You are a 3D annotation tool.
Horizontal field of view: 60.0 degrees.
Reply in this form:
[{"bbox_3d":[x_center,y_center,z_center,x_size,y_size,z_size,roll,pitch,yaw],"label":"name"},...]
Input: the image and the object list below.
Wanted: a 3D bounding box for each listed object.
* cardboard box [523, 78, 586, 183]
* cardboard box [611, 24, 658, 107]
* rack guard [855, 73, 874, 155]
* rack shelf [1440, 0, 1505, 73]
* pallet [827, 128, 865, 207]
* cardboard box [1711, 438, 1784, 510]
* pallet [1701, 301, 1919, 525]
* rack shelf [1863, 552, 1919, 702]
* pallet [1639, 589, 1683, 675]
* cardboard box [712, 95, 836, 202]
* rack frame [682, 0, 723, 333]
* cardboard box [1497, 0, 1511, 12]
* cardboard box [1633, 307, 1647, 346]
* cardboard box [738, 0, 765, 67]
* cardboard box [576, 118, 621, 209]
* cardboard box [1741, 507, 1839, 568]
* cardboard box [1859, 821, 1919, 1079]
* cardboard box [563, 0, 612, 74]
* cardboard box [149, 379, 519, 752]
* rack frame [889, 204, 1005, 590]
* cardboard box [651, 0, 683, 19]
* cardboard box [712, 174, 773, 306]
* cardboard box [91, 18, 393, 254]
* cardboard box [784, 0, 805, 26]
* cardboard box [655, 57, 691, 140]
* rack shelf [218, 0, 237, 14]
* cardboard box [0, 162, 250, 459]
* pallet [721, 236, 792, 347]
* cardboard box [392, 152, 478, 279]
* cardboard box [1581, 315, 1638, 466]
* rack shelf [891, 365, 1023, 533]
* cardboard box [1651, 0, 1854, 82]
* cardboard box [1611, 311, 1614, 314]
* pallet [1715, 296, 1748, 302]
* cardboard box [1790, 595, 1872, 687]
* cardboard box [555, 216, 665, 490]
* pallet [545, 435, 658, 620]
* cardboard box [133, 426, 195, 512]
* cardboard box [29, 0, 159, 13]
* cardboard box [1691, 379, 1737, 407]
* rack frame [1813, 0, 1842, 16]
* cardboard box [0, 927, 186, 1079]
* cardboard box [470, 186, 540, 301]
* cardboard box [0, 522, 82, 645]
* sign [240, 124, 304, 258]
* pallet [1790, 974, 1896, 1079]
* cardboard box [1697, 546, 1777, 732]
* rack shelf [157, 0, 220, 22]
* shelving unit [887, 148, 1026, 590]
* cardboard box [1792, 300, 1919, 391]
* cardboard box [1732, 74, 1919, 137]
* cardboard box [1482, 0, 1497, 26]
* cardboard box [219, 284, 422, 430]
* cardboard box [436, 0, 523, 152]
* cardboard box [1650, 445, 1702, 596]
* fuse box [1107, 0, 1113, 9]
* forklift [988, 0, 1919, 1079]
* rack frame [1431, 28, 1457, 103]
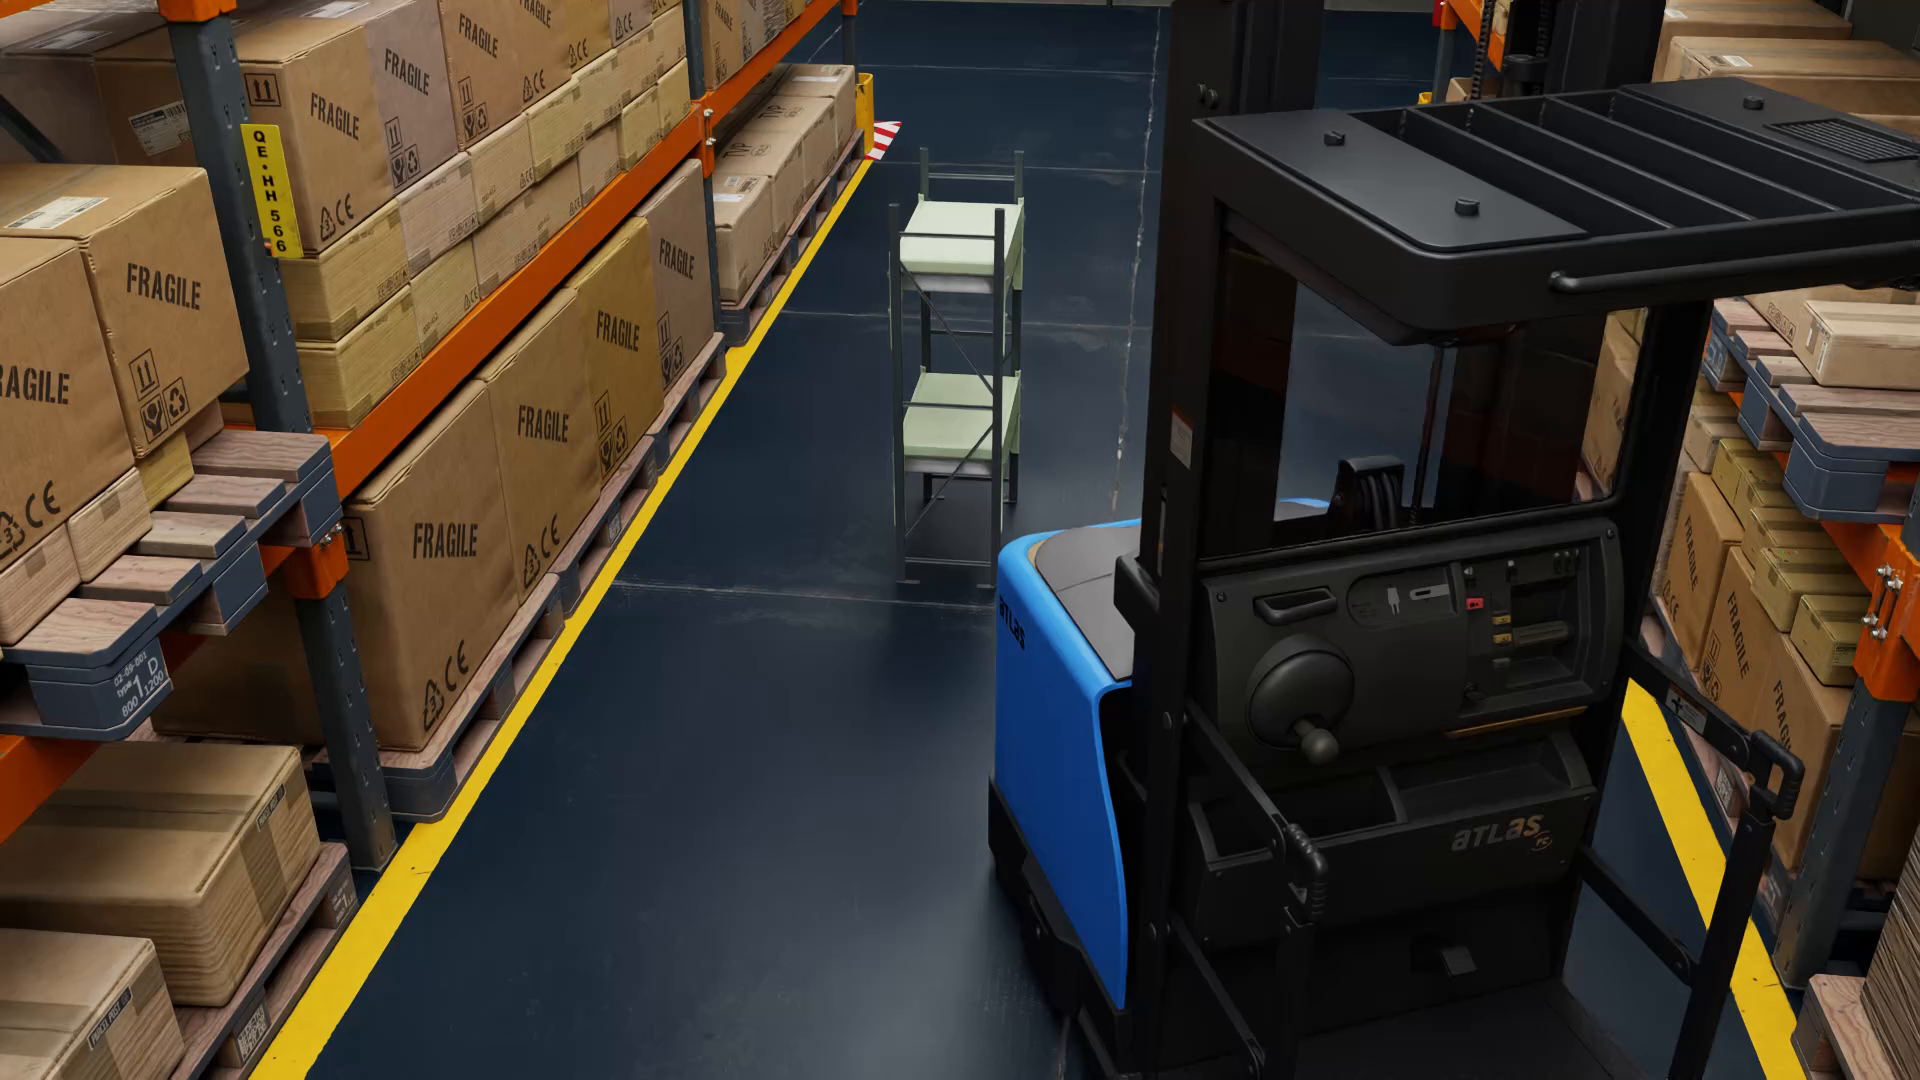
[{"bbox_3d":[-1.678,-1.482,5.970,0.500,0.250,0.500,4,29,7],"label":"cardboard box"},{"bbox_3d":[-1.575,-1.969,6.873,0.500,0.250,0.500,4,29,7],"label":"cardboard box"},{"bbox_3d":[-1.215,-3.066,11.913,1.175,0.500,0.348,3,28,6],"label":"rack guard"},{"bbox_3d":[3.464,-2.610,9.191,1.077,0.370,4.000,3,28,6],"label":"rack shelf"},{"bbox_3d":[-1.238,-2.546,11.254,1.003,0.211,1.213,3,28,6],"label":"pallet"},{"bbox_3d":[2.724,-0.210,5.487,0.380,0.149,0.250,3,28,5],"label":"cardboard box"},{"bbox_3d":[2.742,-0.341,4.423,1.213,0.211,1.003,3,28,6],"label":"pallet"},{"bbox_3d":[2.483,1.156,2.201,1.077,0.370,4.000,3,28,6],"label":"rack shelf"},{"bbox_3d":[3.009,0.203,6.150,1.003,0.211,1.213,3,28,6],"label":"pallet"},{"bbox_3d":[-1.303,-2.464,10.420,0.875,0.438,0.875,4,29,8],"label":"cardboard box"},{"bbox_3d":[-1.708,-2.272,7.805,1.000,3.000,0.127,3,28,6],"label":"rack frame"},{"bbox_3d":[3.224,-3.017,9.032,0.500,0.250,0.500,3,28,5],"label":"cardboard box"},{"bbox_3d":[2.913,-0.816,6.610,0.380,0.149,0.250,3,28,5],"label":"cardboard box"},{"bbox_3d":[-1.325,-2.758,8.602,0.500,0.500,0.500,4,29,7],"label":"cardboard box"},{"bbox_3d":[-1.657,-1.504,6.537,0.500,0.250,0.500,3,28,5],"label":"cardboard box"},{"bbox_3d":[2.616,0.029,5.043,0.380,0.149,0.250,2,28,5],"label":"cardboard box"},{"bbox_3d":[2.638,1.051,3.698,0.875,0.625,0.625,4,29,8],"label":"cardboard box"},{"bbox_3d":[-1.651,-2.050,6.233,0.500,0.500,0.500,4,29,8],"label":"cardboard box"},{"bbox_3d":[-2.031,0.041,5.309,0.875,0.875,0.875,3,28,6],"label":"cardboard box"},{"bbox_3d":[-0.046,-0.485,6.069,0.400,1.500,0.023,3,28,6],"label":"rack frame"},{"bbox_3d":[-1.514,-2.531,7.126,0.500,0.500,0.500,4,29,8],"label":"cardboard box"},{"bbox_3d":[-1.525,-1.618,8.850,0.875,0.438,0.875,3,28,5],"label":"cardboard box"},{"bbox_3d":[-1.895,-1.091,4.453,0.500,0.500,0.500,2,28,5],"label":"cardboard box"},{"bbox_3d":[-1.195,-3.235,9.486,0.500,0.500,0.500,4,29,8],"label":"cardboard box"},{"bbox_3d":[-1.513,-1.980,7.421,0.500,0.250,0.500,3,28,5],"label":"cardboard box"},{"bbox_3d":[-1.953,-2.334,5.516,1.077,0.370,4.000,3,28,6],"label":"rack shelf"},{"bbox_3d":[-1.978,-0.519,3.689,0.500,0.500,0.500,3,28,5],"label":"cardboard box"},{"bbox_3d":[-1.537,-1.398,9.122,1.003,0.211,1.213,3,28,6],"label":"pallet"},{"bbox_3d":[-1.827,-1.011,5.094,0.500,0.250,0.500,4,29,7],"label":"cardboard box"},{"bbox_3d":[2.881,-0.604,6.901,0.500,0.500,0.500,3,28,6],"label":"cardboard box"},{"bbox_3d":[-0.001,-0.370,6.543,0.431,0.370,0.720,3,28,6],"label":"rack shelf"},{"bbox_3d":[2.874,-1.756,6.298,0.700,0.500,0.500,4,29,7],"label":"cardboard box"},{"bbox_3d":[2.953,-1.067,7.077,0.380,0.149,0.250,3,28,5],"label":"cardboard box"},{"bbox_3d":[2.962,-0.934,5.523,1.003,0.211,1.213,3,28,6],"label":"pallet"},{"bbox_3d":[2.538,0.280,4.576,0.380,0.149,0.250,2,28,4],"label":"cardboard box"},{"bbox_3d":[-1.808,-0.799,6.868,0.875,0.875,0.875,4,29,8],"label":"cardboard box"},{"bbox_3d":[-1.875,-0.101,6.715,1.003,0.211,1.213,3,28,6],"label":"pallet"},{"bbox_3d":[-1.966,-0.165,3.716,0.380,0.149,0.250,4,29,7],"label":"cardboard box"},{"bbox_3d":[-2.340,-1.374,4.978,0.500,0.500,0.500,4,29,7],"label":"cardboard box"},{"bbox_3d":[2.809,-0.455,5.940,0.380,0.149,0.250,3,29,6],"label":"cardboard box"},{"bbox_3d":[3.219,-1.985,7.272,1.000,3.000,0.127,3,28,6],"label":"rack frame"},{"bbox_3d":[-2.360,1.196,3.695,0.950,0.372,0.625,3,28,5],"label":"cardboard box"},{"bbox_3d":[-1.773,-1.028,5.654,0.500,0.250,0.500,4,29,8],"label":"cardboard box"},{"bbox_3d":[-1.991,0.074,3.272,0.380,0.149,0.250,2,28,4],"label":"cardboard box"},{"bbox_3d":[-1.659,-0.837,4.004,0.100,0.325,0.005,3,28,6],"label":"sign"},{"bbox_3d":[2.589,1.510,3.724,1.003,0.211,1.213,3,28,6],"label":"pallet"},{"bbox_3d":[2.639,0.367,5.100,0.500,0.500,0.500,3,28,5],"label":"cardboard box"},{"bbox_3d":[-2.443,-0.452,2.021,1.077,0.370,4.000,3,28,6],"label":"rack shelf"},{"bbox_3d":[-0.001,-0.657,6.388,0.431,1.500,0.755,3,28,6],"label":"shelving unit"},{"bbox_3d":[2.428,-0.508,4.353,0.380,0.149,0.250,4,29,7],"label":"cardboard box"},{"bbox_3d":[2.745,-1.112,5.100,0.797,0.503,0.637,3,28,5],"label":"cardboard box"},{"bbox_3d":[3.189,-3.015,9.449,0.380,0.149,0.250,3,28,5],"label":"cardboard box"},{"bbox_3d":[-1.889,-0.539,4.746,0.500,0.250,0.500,3,28,5],"label":"cardboard box"},{"bbox_3d":[-1.765,-1.568,5.338,0.500,0.500,0.500,4,29,8],"label":"cardboard box"},{"bbox_3d":[2.745,-0.125,6.013,0.500,0.500,0.500,2,28,4],"label":"cardboard box"},{"bbox_3d":[1.517,-6.052,16.180,0.539,1.711,0.414,3,28,6],"label":"fuse box"},{"bbox_3d":[1.001,0.249,3.197,1.130,2.935,3.031,-8,29,-15],"label":"forklift"},{"bbox_3d":[3.709,-3.868,10.767,1.000,3.000,0.127,3,28,6],"label":"rack frame"}]
